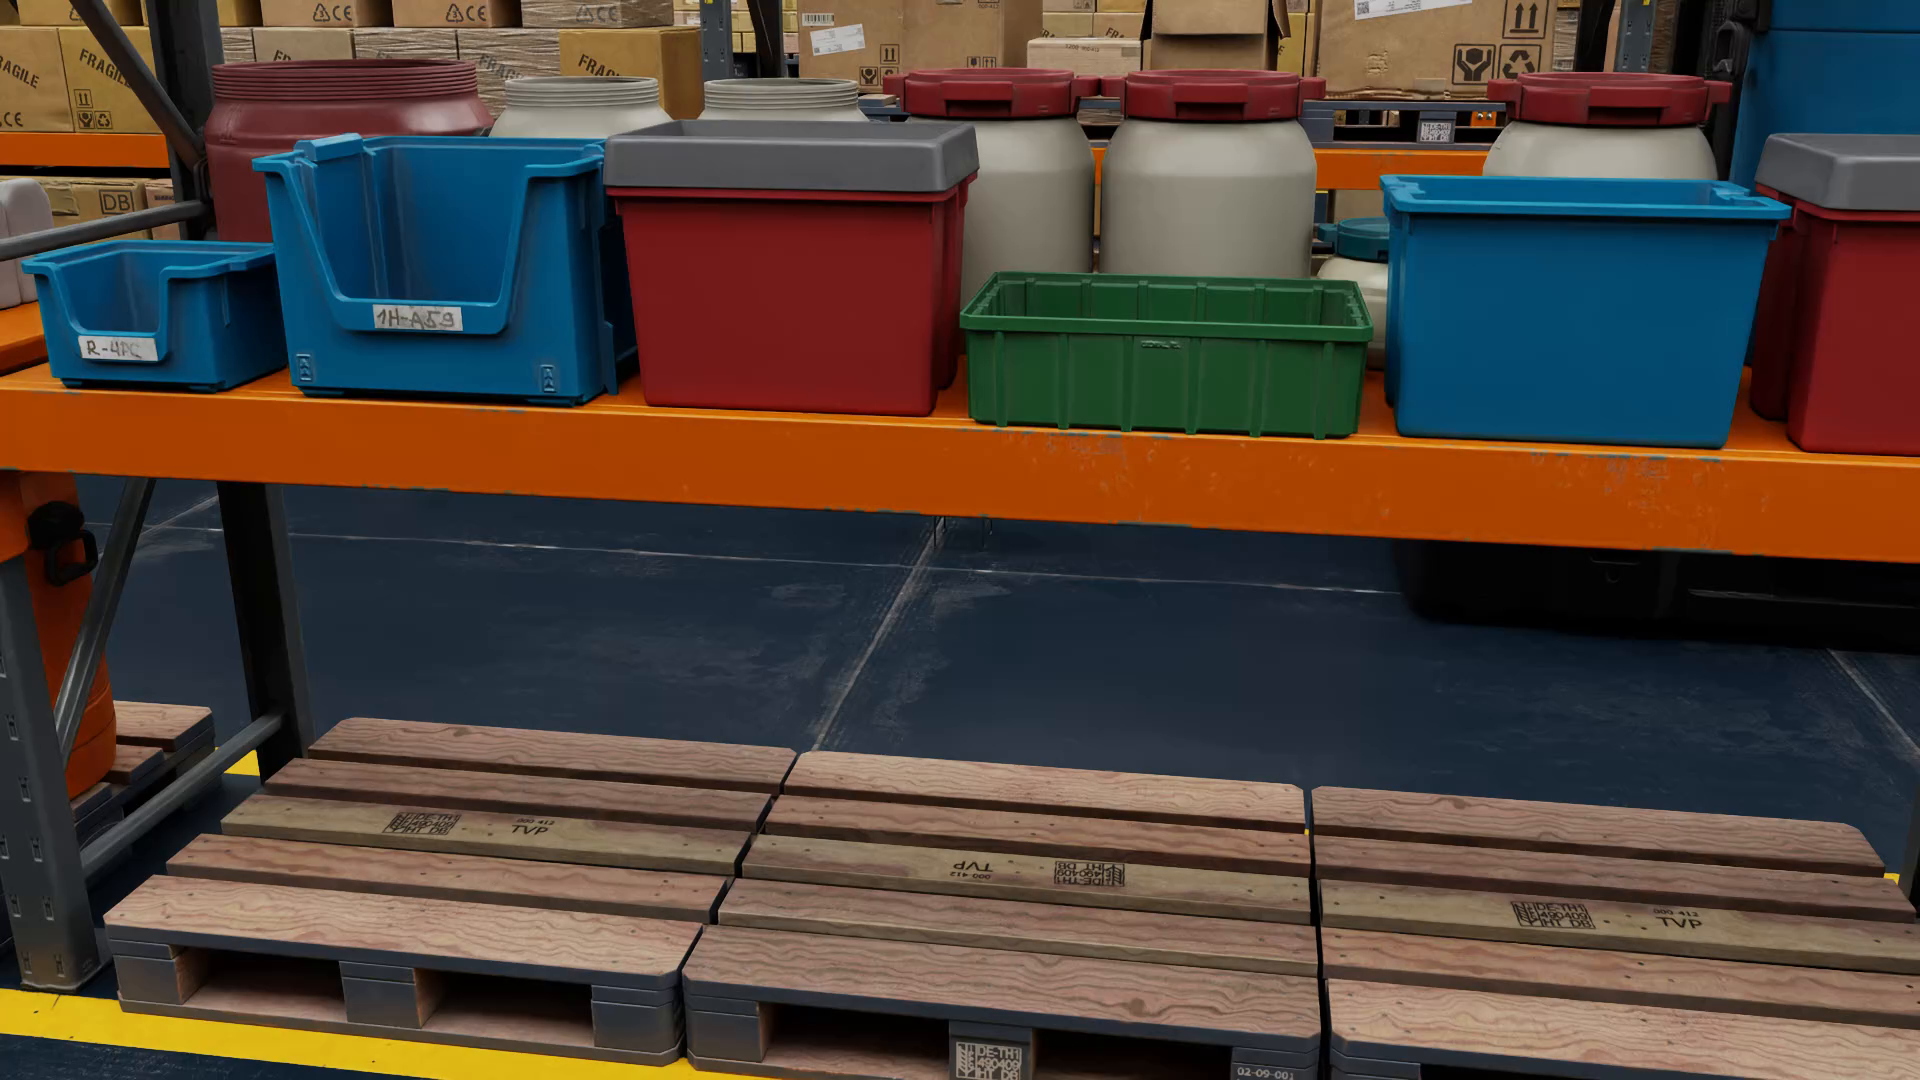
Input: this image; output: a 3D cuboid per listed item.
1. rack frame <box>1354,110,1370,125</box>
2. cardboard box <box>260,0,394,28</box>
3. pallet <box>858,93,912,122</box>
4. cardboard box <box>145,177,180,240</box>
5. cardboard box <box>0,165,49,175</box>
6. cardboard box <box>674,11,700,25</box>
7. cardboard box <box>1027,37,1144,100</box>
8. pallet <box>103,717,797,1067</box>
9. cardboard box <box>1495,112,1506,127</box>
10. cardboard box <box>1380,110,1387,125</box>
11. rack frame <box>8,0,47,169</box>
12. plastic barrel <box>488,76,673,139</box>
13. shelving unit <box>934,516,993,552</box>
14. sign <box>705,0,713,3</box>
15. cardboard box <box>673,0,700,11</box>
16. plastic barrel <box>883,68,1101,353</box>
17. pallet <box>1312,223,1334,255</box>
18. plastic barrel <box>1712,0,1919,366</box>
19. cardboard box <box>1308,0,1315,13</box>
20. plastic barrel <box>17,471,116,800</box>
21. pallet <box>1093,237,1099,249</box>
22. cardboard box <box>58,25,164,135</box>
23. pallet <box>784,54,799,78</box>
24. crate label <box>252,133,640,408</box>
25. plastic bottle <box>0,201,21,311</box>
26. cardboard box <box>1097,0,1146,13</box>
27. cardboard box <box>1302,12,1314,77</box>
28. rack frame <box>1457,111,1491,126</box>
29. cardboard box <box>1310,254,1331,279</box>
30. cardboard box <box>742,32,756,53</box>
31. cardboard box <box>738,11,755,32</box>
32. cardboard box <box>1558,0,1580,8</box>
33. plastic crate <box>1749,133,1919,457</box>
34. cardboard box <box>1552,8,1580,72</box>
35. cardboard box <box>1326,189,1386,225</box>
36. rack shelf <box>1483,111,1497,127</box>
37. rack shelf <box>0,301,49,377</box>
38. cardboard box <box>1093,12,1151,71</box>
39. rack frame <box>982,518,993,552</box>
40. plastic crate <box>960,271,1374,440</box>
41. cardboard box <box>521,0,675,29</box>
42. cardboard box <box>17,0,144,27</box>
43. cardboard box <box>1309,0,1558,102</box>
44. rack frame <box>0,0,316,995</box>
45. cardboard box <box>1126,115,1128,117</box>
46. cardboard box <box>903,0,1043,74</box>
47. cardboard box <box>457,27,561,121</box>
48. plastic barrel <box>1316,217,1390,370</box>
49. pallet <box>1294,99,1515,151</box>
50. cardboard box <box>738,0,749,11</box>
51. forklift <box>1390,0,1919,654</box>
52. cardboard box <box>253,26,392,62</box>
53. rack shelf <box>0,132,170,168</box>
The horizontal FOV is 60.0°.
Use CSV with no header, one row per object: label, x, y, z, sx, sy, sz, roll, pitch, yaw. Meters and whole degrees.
rack frame,5.265,-6.644,21.431,0.127,3.000,1.000,3,19,9
cardboard box,-3.066,-2.815,8.251,0.637,0.503,0.797,4,19,10
pallet,-0.320,-2.092,8.129,1.003,0.211,1.213,3,19,9
cardboard box,-3.472,-1.507,8.767,0.875,0.875,1.225,2,19,7
cardboard box,-5.629,-1.636,9.152,0.875,0.875,0.875,3,19,9
cardboard box,-1.988,-3.901,12.501,0.250,0.149,0.380,3,19,10
cardboard box,0.578,-2.157,7.596,0.500,0.250,0.500,2,19,7
pallet,-1.067,0.740,3.758,1.213,0.211,1.003,3,19,9
cardboard box,4.405,-2.670,12.244,0.875,0.875,0.875,3,19,9
cardboard box,5.690,-5.411,21.418,0.500,0.250,0.500,3,19,9
rack frame,-4.990,-2.386,8.708,0.127,3.000,1.000,3,19,9
plastic barrel,-0.776,-0.701,3.496,0.421,0.512,0.421,0,18,0
shelving unit,0.014,-0.568,6.111,0.189,1.200,0.258,3,19,9
sign,-1.125,-2.560,7.402,0.005,0.325,0.100,3,19,9
cardboard box,-1.987,-4.043,12.455,0.250,0.149,0.380,4,19,11
plastic barrel,0.062,-0.672,3.370,0.433,0.535,0.433,0,18,0
pallet,3.022,-2.225,12.621,1.213,0.211,1.003,3,19,9
plastic barrel,1.790,-0.784,3.129,0.708,0.901,0.600,3,19,9
cardboard box,2.796,-4.102,12.103,0.500,0.500,0.700,3,19,8
plastic barrel,-2.312,0.177,3.804,0.708,0.830,0.600,3,19,9
pallet,0.613,-2.348,12.988,1.213,0.211,1.003,3,19,9
cardboard box,-4.079,-2.307,8.314,0.500,0.500,0.500,3,19,9
pallet,-0.874,-3.645,12.773,1.003,0.211,1.213,3,19,9
crate label,-0.888,-0.515,3.060,0.616,0.435,0.502,3,19,9
plastic bottle,-2.226,-0.650,3.713,0.135,0.276,0.152,3,19,9
cardboard box,1.294,-4.179,12.334,0.500,0.500,0.700,3,19,8
cardboard box,2.739,-3.548,12.022,0.500,0.500,0.500,3,19,8
rack frame,3.796,-3.532,12.133,0.127,3.000,1.000,3,19,9
cardboard box,1.838,-1.074,8.033,0.500,0.500,0.700,3,19,8
cardboard box,-1.458,-3.734,12.470,0.250,0.149,0.380,3,19,8
cardboard box,-1.485,-3.875,12.423,0.250,0.149,0.380,3,19,9
cardboard box,4.154,-4.086,11.850,0.550,0.550,0.875,3,19,9
plastic crate,1.597,-0.391,2.643,0.583,0.464,0.402,3,19,9
cardboard box,4.162,-3.589,12.065,0.550,0.550,0.875,3,19,9
cardboard box,3.168,-2.668,12.433,0.750,0.750,1.050,3,19,8
rack shelf,5.770,-3.091,11.947,4.000,0.370,1.077,3,19,9
rack shelf,-3.801,-0.393,3.883,4.000,0.370,1.077,3,19,9
cardboard box,1.247,-3.624,12.249,0.500,0.500,0.500,3,19,9
rack frame,0.105,-0.564,6.097,0.006,1.200,0.240,3,19,9
plastic crate,0.359,-0.331,2.898,0.662,0.188,0.450,3,19,9
cardboard box,-1.760,-2.750,8.056,0.637,0.503,0.797,4,19,11
cardboard box,-4.358,-2.880,8.444,0.637,0.503,0.797,2,19,7
cardboard box,2.147,-2.551,7.593,1.000,1.000,1.000,3,19,9
rack frame,-1.826,-0.633,3.468,0.127,3.000,1.000,3,19,9
cardboard box,2.575,-5.852,22.146,0.625,0.625,0.875,4,19,10
cardboard box,0.066,-2.420,7.989,0.500,0.500,0.700,6,19,17
cardboard box,-2.058,-2.207,8.013,0.500,0.500,0.500,3,19,8
plastic barrel,0.841,-0.481,3.231,0.301,0.262,0.301,0,18,0
pallet,2.177,-1.977,7.786,1.213,0.211,1.003,3,19,9
cardboard box,-1.481,-4.016,12.374,0.250,0.149,0.380,3,19,10
forklift,3.044,-1.201,5.274,3.031,2.935,1.130,3,19,10
cardboard box,-3.074,-2.258,8.165,0.500,0.500,0.500,3,19,10
rack shelf,-3.015,-1.944,8.521,4.000,0.370,1.077,3,19,9
